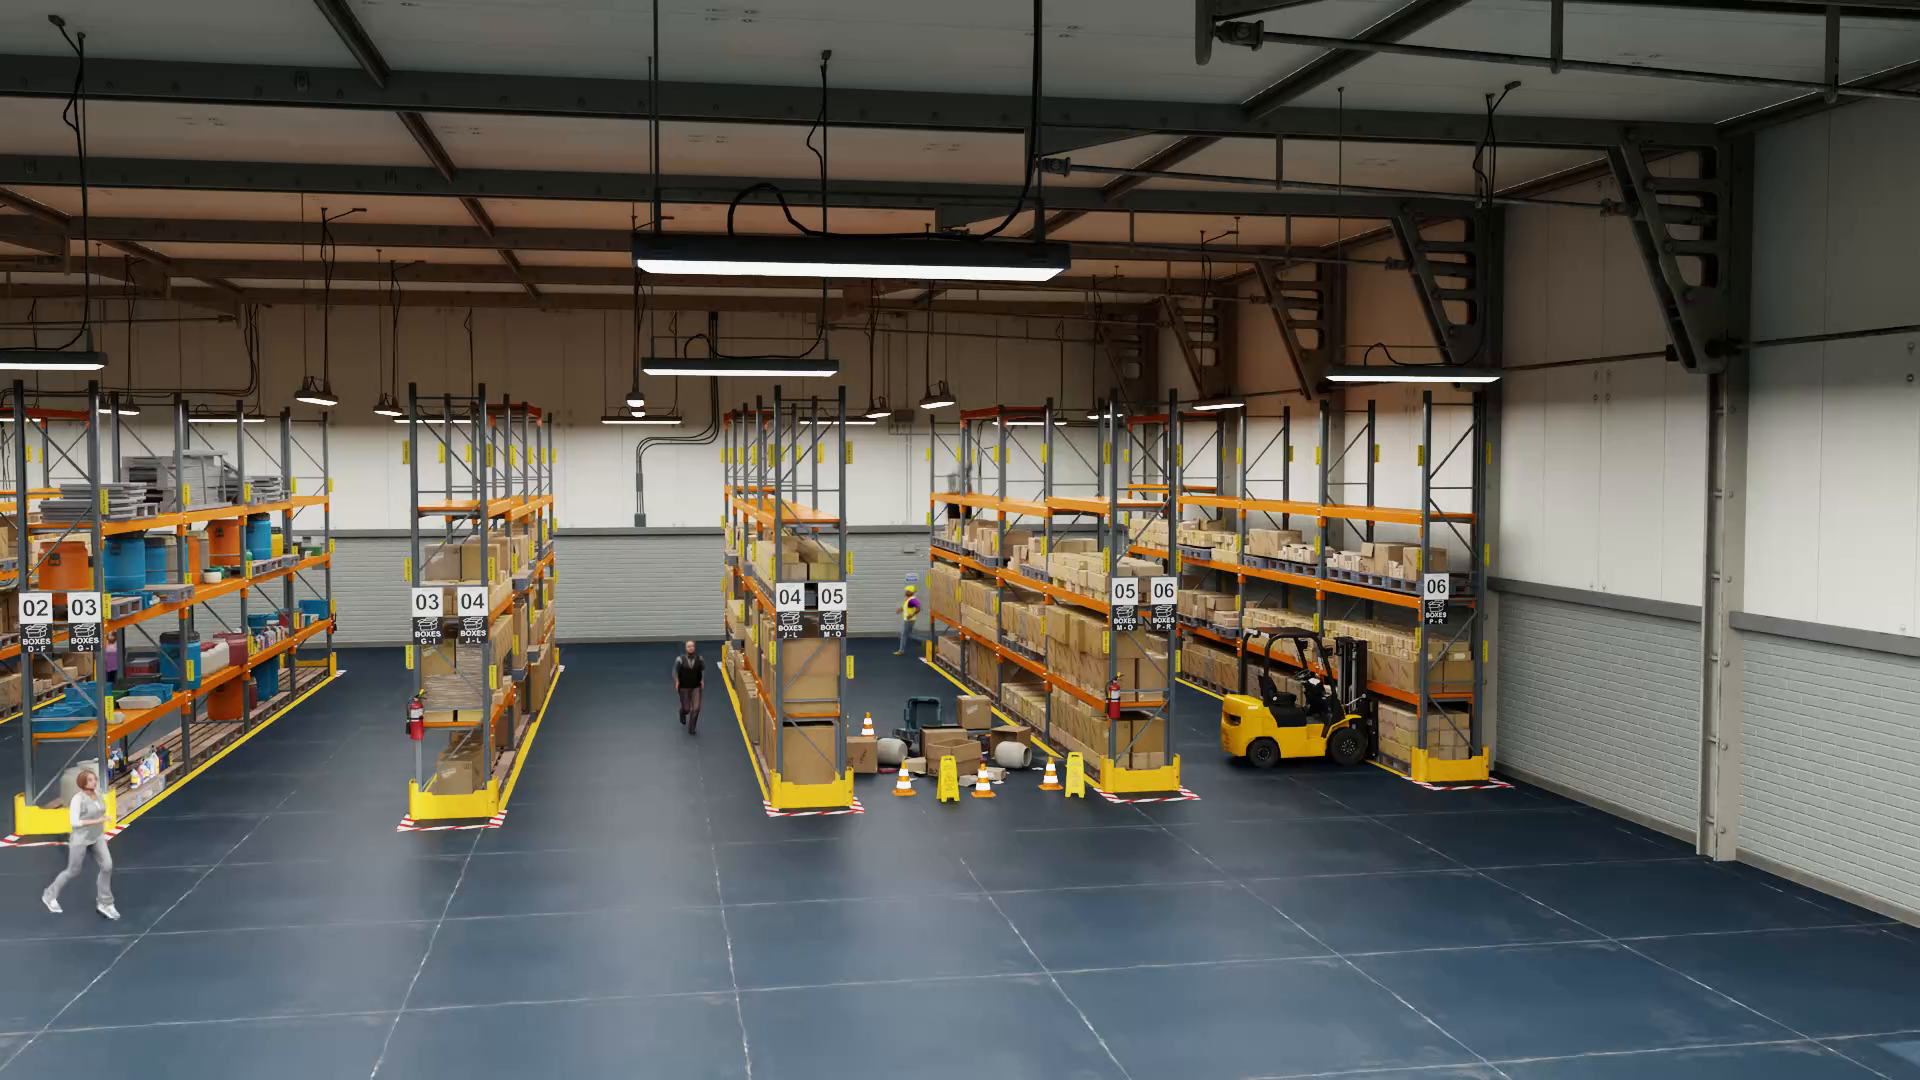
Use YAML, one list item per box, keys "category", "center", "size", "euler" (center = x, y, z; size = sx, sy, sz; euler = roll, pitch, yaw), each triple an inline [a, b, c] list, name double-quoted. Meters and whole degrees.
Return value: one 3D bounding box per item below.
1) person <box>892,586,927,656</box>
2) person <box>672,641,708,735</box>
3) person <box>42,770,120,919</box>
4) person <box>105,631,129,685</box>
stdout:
- category: "person"
  center: [-1.237, 2.017, 41.654]
  size: [0.923, 1.763, 0.701]
  euler: [0, 3, -8]
- category: "person"
  center: [-4.877, 2.651, 30.027]
  size: [0.647, 1.675, 0.637]
  euler: [-1, 3, -17]
- category: "person"
  center: [-9.490, 3.288, 18.005]
  size: [0.833, 1.628, 0.548]
  euler: [1, 3, 16]
- category: "person"
  center: [-16.483, 2.552, 32.346]
  size: [0.534, 1.615, 0.863]
  euler: [-1, 3, -20]
